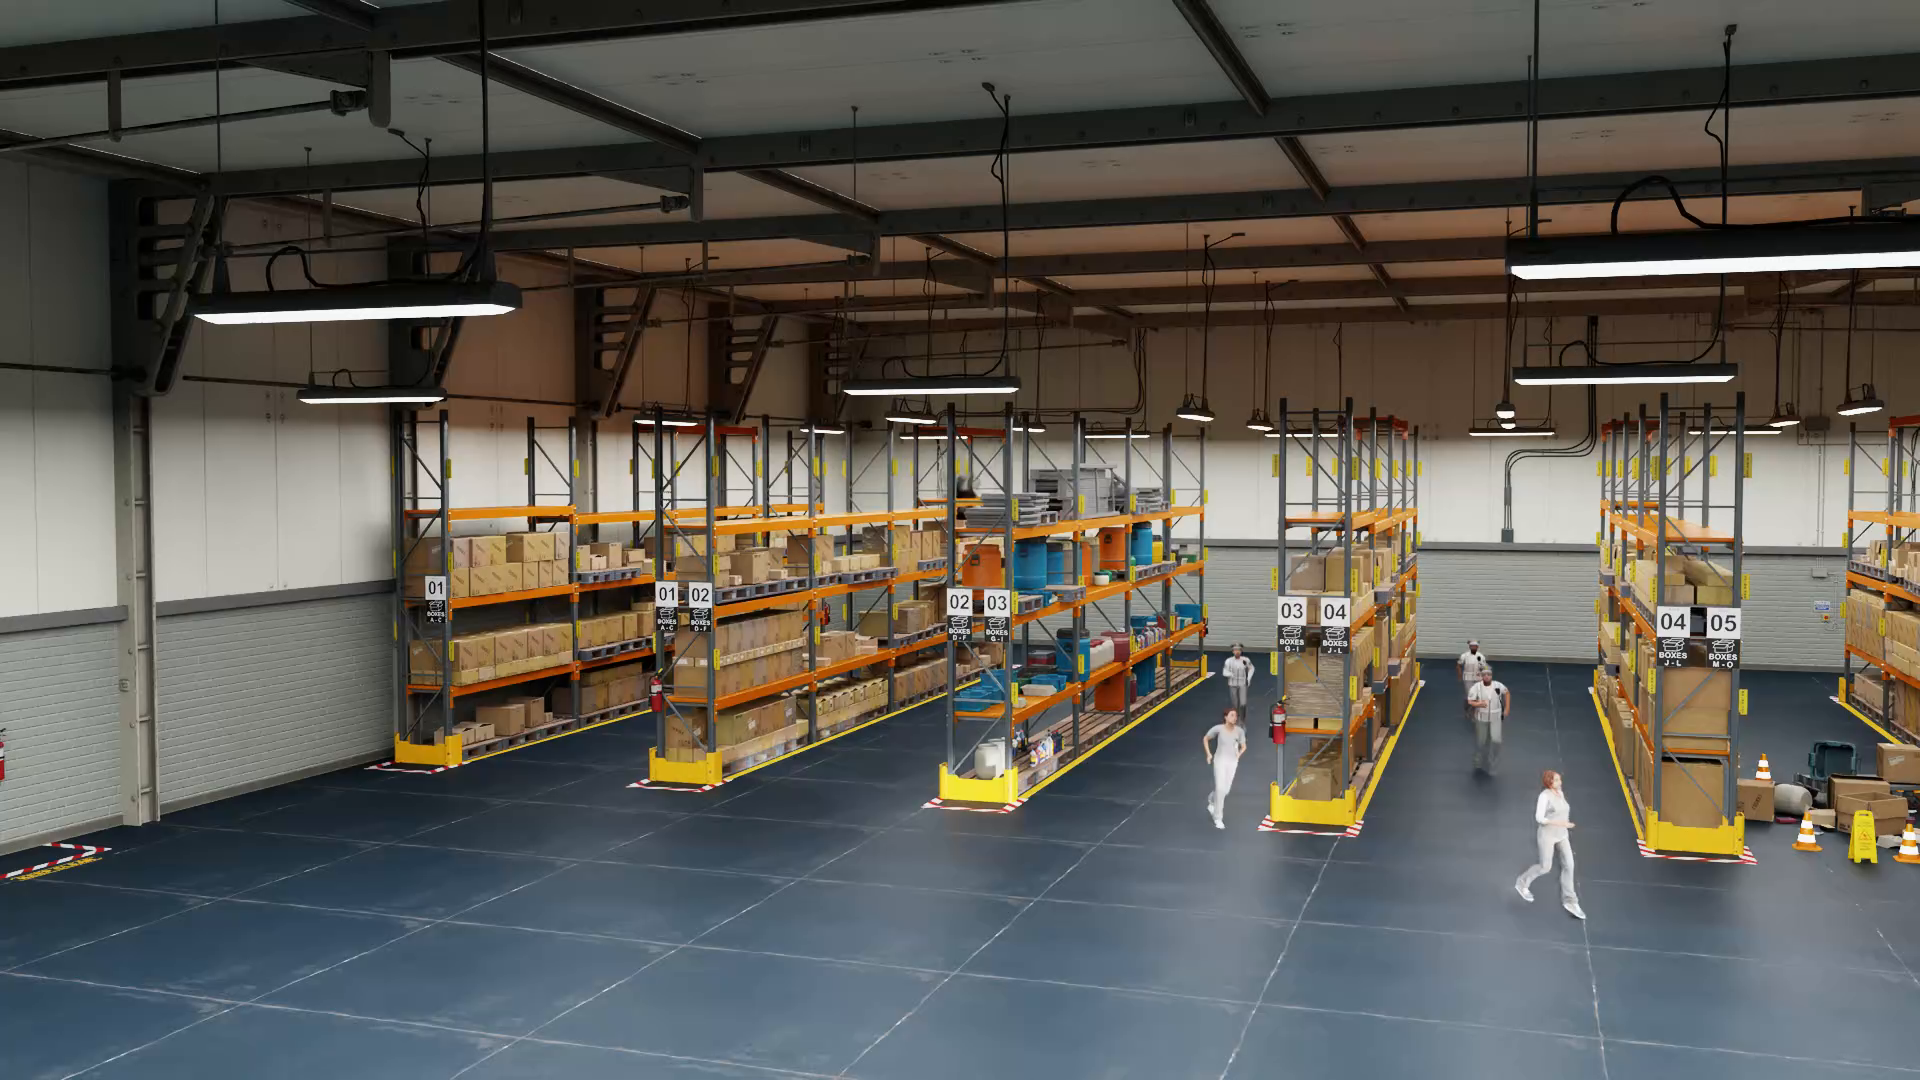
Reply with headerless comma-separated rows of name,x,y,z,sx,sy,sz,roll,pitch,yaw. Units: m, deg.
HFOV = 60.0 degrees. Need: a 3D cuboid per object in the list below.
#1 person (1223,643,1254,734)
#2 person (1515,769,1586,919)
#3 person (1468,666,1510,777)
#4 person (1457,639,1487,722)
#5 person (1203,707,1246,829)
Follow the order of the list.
person,5.289,2.813,31.616,0.590,1.735,0.726,1,2,12
person,6.670,3.390,18.779,0.550,1.614,0.859,-2,3,-34
person,8.659,2.955,27.247,0.671,1.825,0.906,1,3,15
person,10.071,2.767,32.678,0.561,1.659,0.561,0,2,11
person,3.753,3.187,23.537,0.599,1.664,0.846,0,2,-8
